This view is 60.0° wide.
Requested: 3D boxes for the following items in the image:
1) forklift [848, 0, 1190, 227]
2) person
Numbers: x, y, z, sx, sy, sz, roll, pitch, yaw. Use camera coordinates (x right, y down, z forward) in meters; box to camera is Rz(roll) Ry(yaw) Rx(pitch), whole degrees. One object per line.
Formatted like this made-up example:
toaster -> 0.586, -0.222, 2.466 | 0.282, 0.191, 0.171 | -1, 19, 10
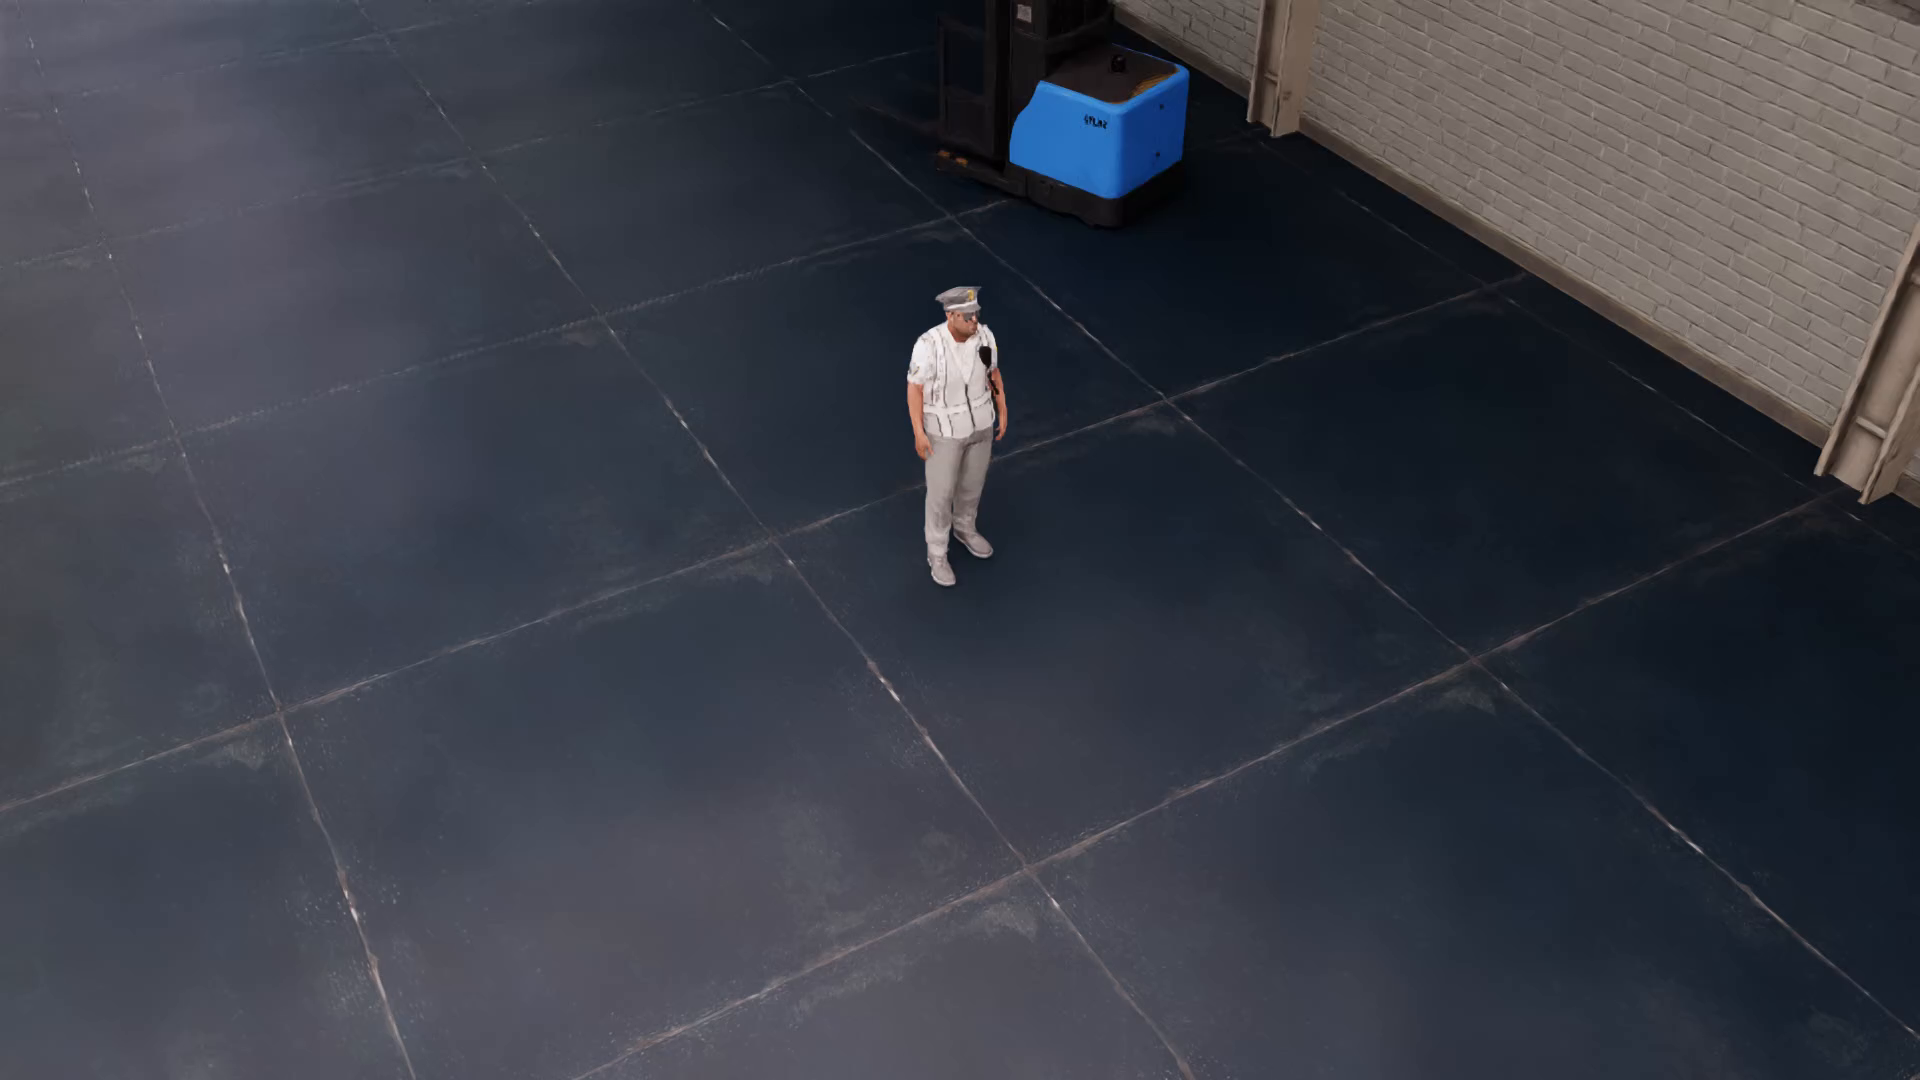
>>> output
forklift -> 0.383, -4.409, 13.351 | 3.031, 2.935, 1.130 | 28, 47, 30
person -> 0.029, -0.642, 9.704 | 0.640, 1.773, 0.574 | -20, 44, -23
